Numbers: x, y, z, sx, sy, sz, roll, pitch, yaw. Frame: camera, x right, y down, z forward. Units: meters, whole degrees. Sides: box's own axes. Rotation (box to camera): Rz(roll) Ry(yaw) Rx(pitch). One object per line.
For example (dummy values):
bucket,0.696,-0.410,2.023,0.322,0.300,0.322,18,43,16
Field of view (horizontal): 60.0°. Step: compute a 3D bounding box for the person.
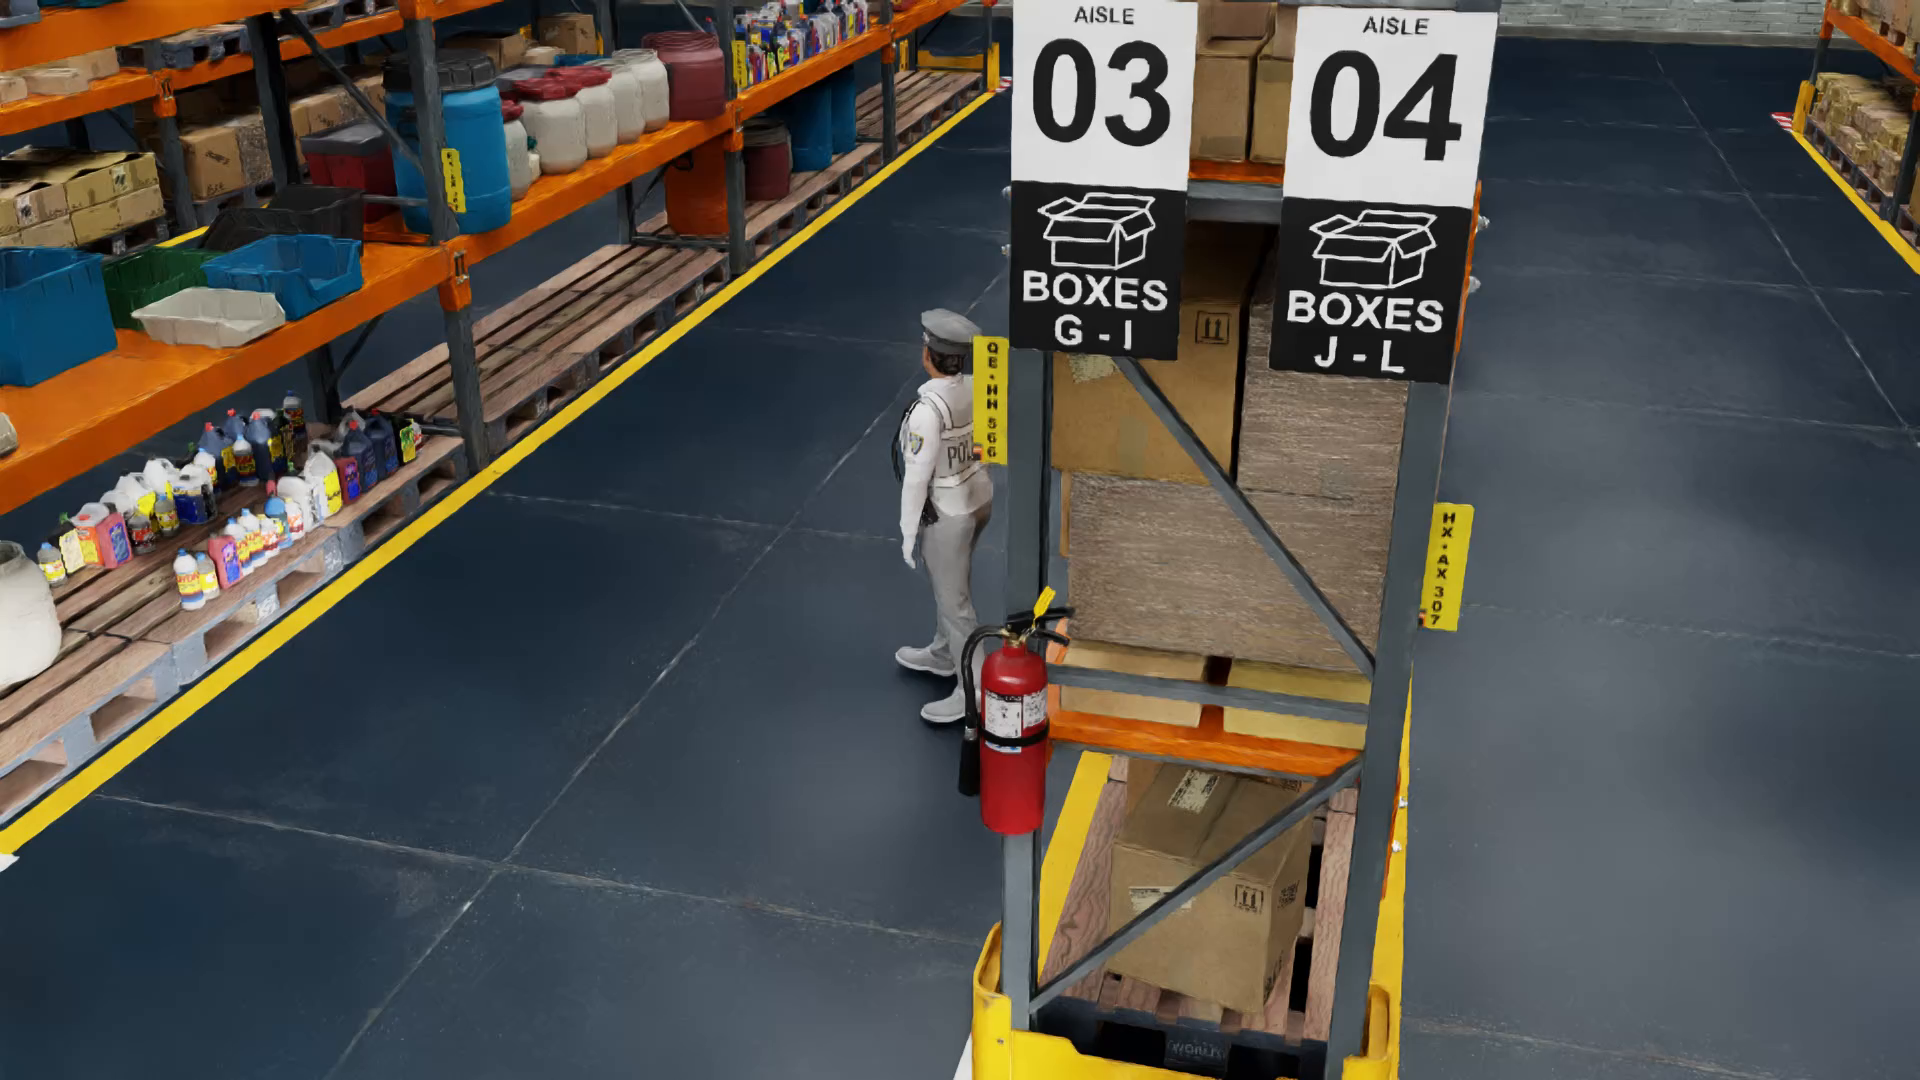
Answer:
person,-0.077,-0.123,6.800,0.551,1.669,0.588,12,28,24
